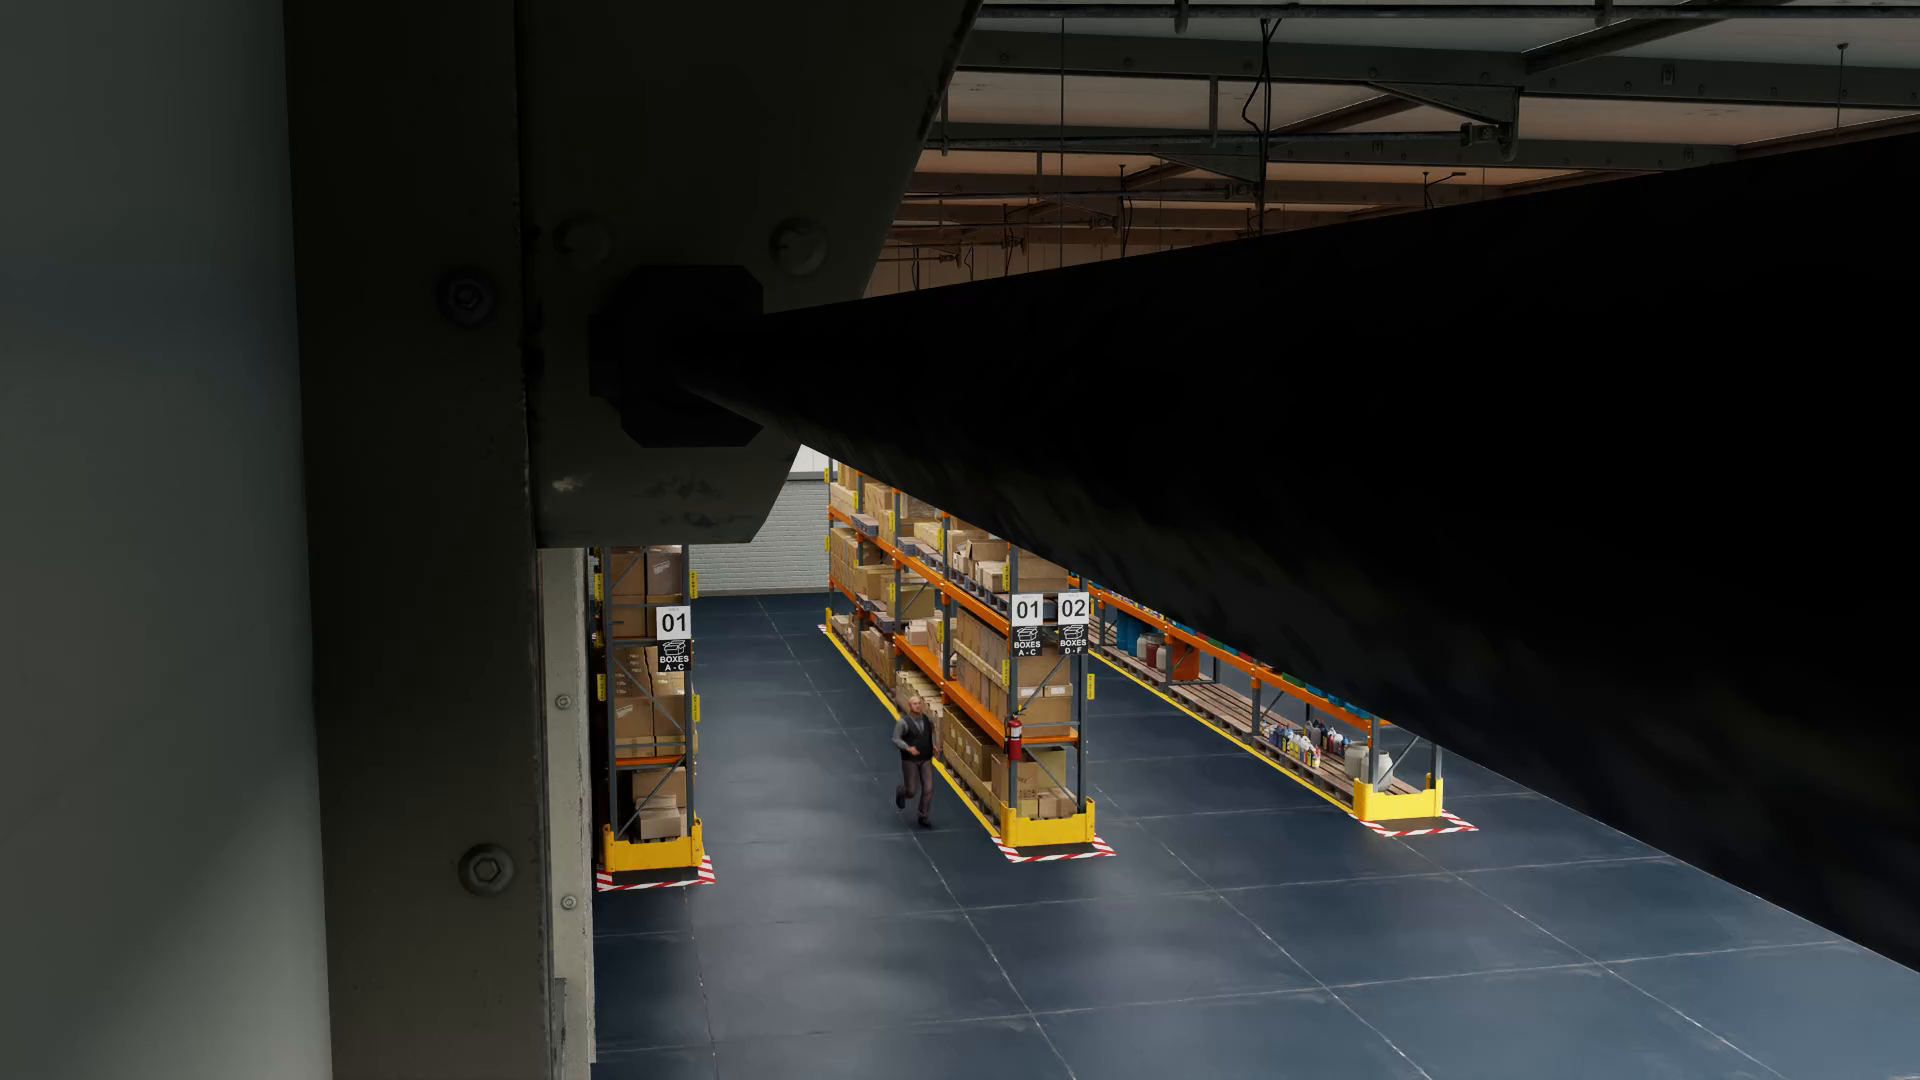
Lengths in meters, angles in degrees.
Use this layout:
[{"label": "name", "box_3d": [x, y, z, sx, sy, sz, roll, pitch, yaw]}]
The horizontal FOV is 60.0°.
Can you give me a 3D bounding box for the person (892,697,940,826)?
[{"label": "person", "box_3d": [-0.576, 2.896, 21.965, 0.666, 1.681, 0.738, -3, 8, -26]}]
